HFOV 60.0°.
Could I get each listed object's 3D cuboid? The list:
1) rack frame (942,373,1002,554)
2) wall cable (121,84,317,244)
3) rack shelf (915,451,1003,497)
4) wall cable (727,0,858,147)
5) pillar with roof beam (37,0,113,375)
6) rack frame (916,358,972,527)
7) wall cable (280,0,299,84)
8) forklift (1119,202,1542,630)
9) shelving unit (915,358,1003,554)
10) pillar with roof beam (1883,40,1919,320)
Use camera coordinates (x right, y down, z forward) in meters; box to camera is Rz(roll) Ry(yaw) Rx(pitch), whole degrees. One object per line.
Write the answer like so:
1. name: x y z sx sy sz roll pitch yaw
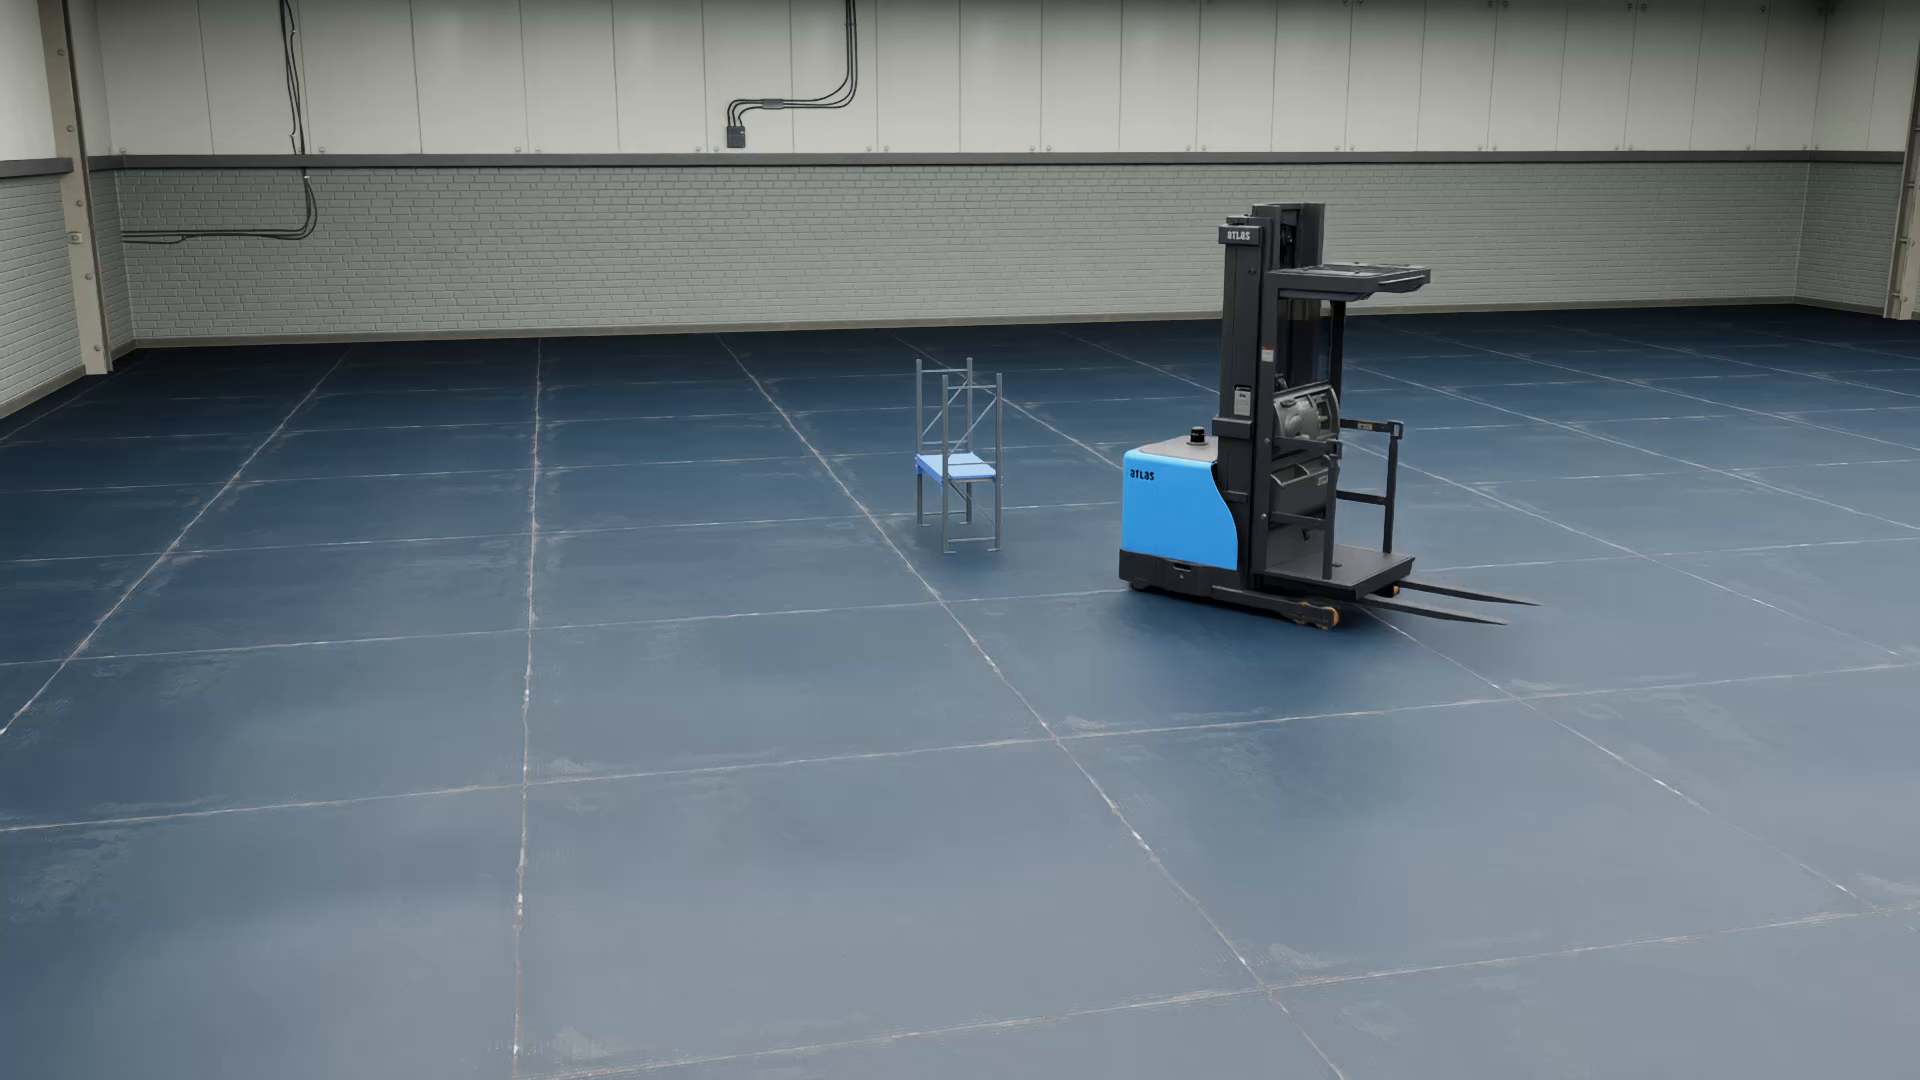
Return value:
1. rack frame: 0.099 -0.631 13.850 0.500 1.500 0.032 -3 14 -13
2. wall cable: -12.129 -6.091 26.939 3.097 2.526 0.112 -3 14 -13
3. rack shelf: -0.020 -0.574 14.372 0.538 0.185 1.000 -3 14 -13
4. wall cable: -2.897 -9.777 28.318 2.305 6.003 0.169 -3 14 -13
5. pillar with roof beam: -8.538 -7.086 24.469 9.100 9.000 0.400 -3 14 -13
6. rack frame: -0.139 -0.866 14.810 0.500 1.500 0.032 -3 14 -13
7. wall cable: -9.499 -8.695 26.957 3.097 2.526 0.112 -3 14 -13
8. forklift: 2.701 -0.928 12.051 3.031 2.935 1.130 11 17 37
9. shelving unit: -0.020 -0.748 14.330 0.538 1.500 1.048 -3 14 -13
10. pillar with roof beam: 13.712 -8.362 29.691 9.100 9.000 0.400 -3 14 -13
